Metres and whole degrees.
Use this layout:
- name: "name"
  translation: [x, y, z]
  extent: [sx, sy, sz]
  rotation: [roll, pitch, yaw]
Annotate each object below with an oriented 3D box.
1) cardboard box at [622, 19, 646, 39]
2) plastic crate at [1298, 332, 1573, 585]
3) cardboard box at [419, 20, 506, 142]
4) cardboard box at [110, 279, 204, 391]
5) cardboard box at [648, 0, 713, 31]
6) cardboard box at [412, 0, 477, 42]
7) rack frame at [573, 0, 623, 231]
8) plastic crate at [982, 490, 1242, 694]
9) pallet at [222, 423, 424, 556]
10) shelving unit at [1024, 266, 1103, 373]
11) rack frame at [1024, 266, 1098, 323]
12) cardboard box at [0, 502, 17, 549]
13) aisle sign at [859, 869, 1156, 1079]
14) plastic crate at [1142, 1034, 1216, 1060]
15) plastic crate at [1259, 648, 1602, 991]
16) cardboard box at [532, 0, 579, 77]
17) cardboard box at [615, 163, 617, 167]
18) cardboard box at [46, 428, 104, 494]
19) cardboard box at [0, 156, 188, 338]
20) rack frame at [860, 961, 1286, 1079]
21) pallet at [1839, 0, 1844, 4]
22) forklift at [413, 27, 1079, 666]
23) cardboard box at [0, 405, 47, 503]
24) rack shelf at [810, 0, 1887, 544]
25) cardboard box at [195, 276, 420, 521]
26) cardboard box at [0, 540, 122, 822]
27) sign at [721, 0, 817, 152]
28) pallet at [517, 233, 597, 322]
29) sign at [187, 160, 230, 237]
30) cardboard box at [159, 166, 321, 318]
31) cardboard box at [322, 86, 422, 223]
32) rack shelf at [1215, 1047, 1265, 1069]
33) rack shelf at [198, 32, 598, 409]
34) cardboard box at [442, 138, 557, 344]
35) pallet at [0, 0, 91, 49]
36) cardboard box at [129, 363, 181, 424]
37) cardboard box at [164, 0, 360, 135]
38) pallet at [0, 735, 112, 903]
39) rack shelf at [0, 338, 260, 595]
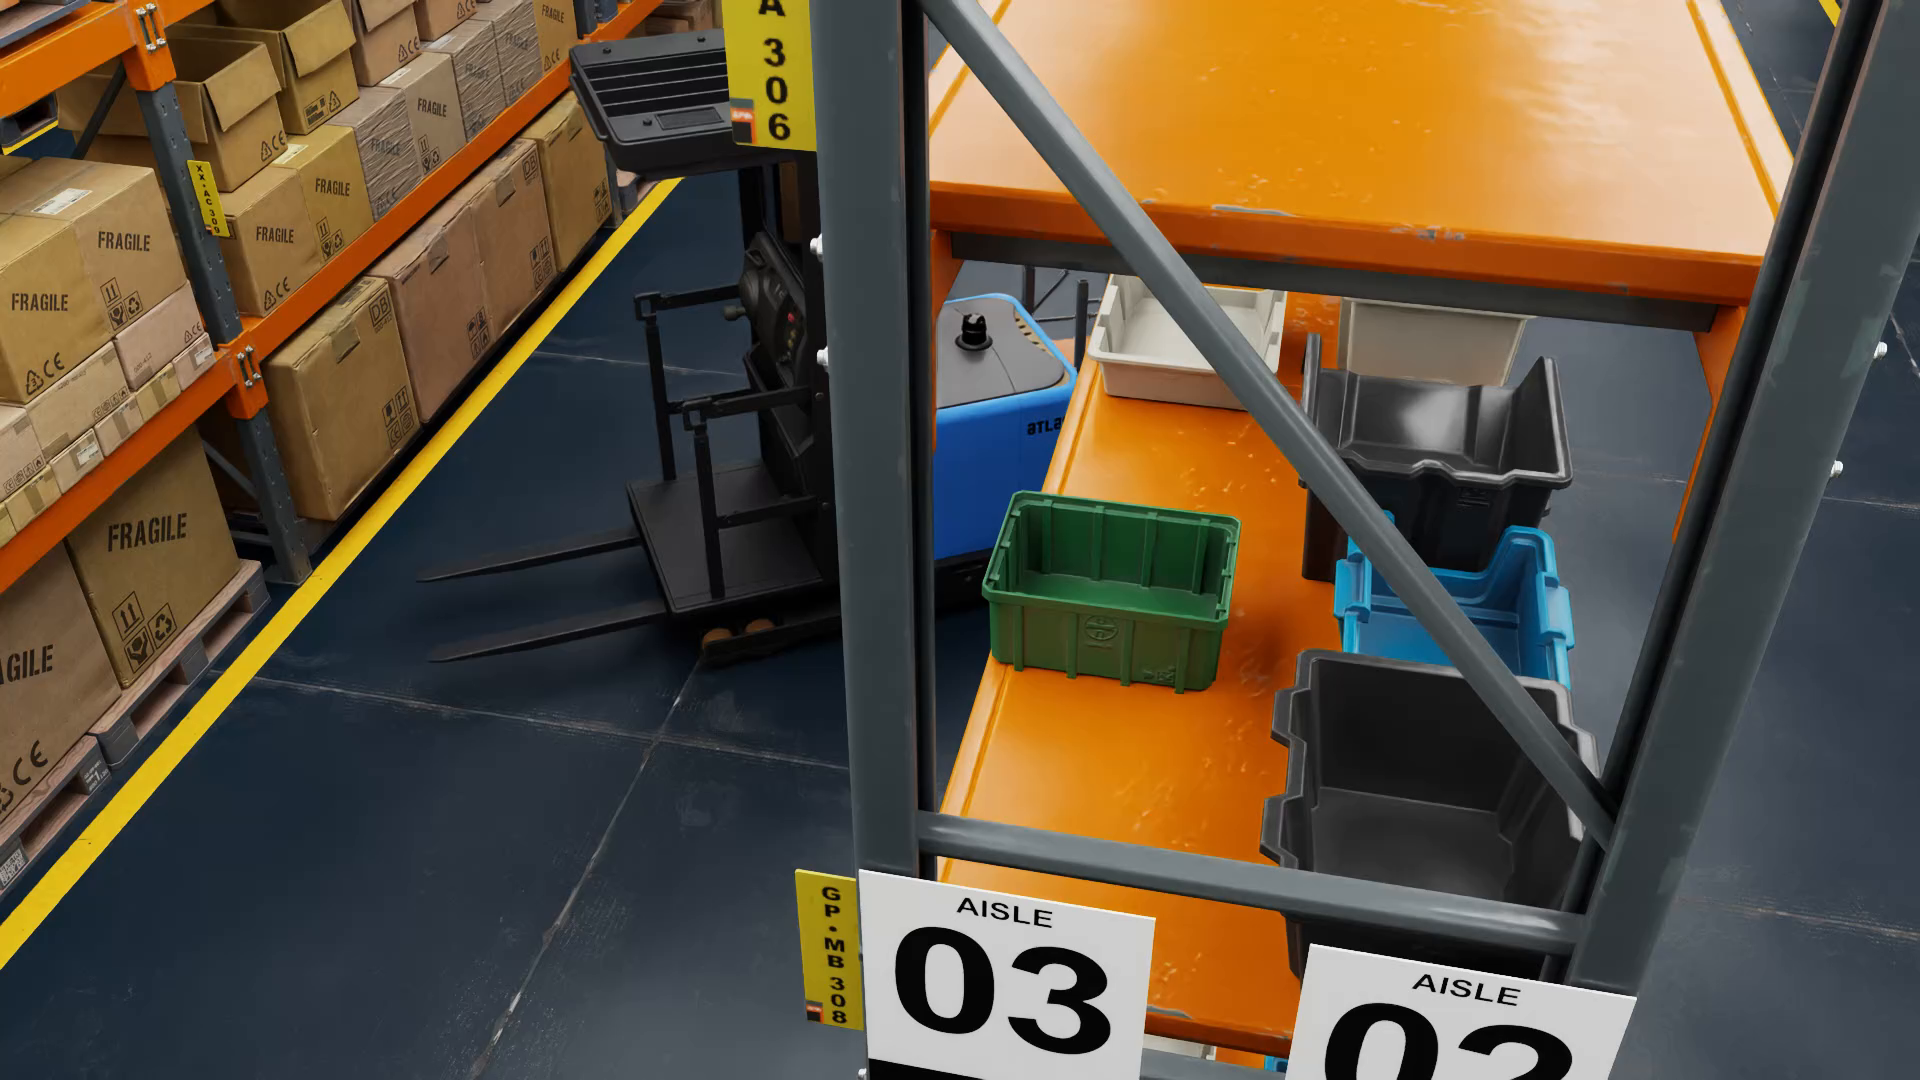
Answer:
- name: "cardboard box"
  translation: [-2.553, -3.541, 11.696]
  extent: [0.500, 0.250, 0.500]
  rotation: [11, 37, 15]
- name: "plastic crate"
  translation: [0.955, -0.202, 3.469]
  extent: [0.504, 0.338, 0.767]
  rotation: [7, 37, 10]
- name: "cardboard box"
  translation: [-2.853, -2.521, 9.087]
  extent: [0.500, 0.500, 0.500]
  rotation: [6, 36, 8]
- name: "cardboard box"
  translation: [-3.462, -0.858, 6.753]
  extent: [0.500, 0.250, 0.500]
  rotation: [7, 36, 9]
- name: "cardboard box"
  translation: [-2.307, -3.896, 12.825]
  extent: [0.700, 0.500, 0.500]
  rotation: [4, 36, 6]
- name: "cardboard box"
  translation: [-3.084, -3.034, 8.940]
  extent: [0.797, 0.503, 0.637]
  rotation: [8, 37, 11]
- name: "rack frame"
  translation: [-2.770, -3.378, 10.355]
  extent: [1.000, 3.000, 0.127]
  rotation: [7, 37, 10]
- name: "plastic crate"
  translation: [0.292, 0.099, 3.181]
  extent: [0.450, 0.188, 0.336]
  rotation: [7, 37, 10]
- name: "pallet"
  translation: [-3.533, -0.407, 8.632]
  extent: [1.003, 0.211, 1.213]
  rotation: [7, 37, 10]
- name: "shelving unit"
  translation: [0.671, -0.839, 8.128]
  extent: [0.587, 1.500, 1.083]
  rotation: [-6, 37, -8]
- name: "rack frame"
  translation: [0.577, -1.138, 8.539]
  extent: [0.500, 1.500, 0.032]
  rotation: [-6, 37, -8]
- name: "cardboard box"
  translation: [-3.643, -0.030, 5.950]
  extent: [0.380, 0.149, 0.250]
  rotation: [7, 36, 9]
- name: "aisle sign"
  translation: [0.059, 0.781, 2.401]
  extent: [0.394, 0.787, 0.004]
  rotation: [7, 37, 10]
- name: "plastic crate"
  translation: [0.434, 1.257, 4.133]
  extent: [0.396, 0.136, 0.243]
  rotation: [7, 37, 10]
- name: "plastic crate"
  translation: [0.715, 0.482, 2.584]
  extent: [0.497, 0.269, 0.590]
  rotation: [7, 37, 10]
- name: "cardboard box"
  translation: [-2.633, -3.104, 9.892]
  extent: [0.500, 0.500, 0.500]
  rotation: [8, 37, 11]
- name: "cardboard box"
  translation: [-2.646, -2.931, 11.493]
  extent: [0.700, 0.500, 0.500]
  rotation: [5, 36, 8]
- name: "cardboard box"
  translation: [-3.534, -0.325, 6.356]
  extent: [0.380, 0.149, 0.250]
  rotation: [8, 37, 11]
- name: "cardboard box"
  translation: [-3.461, -1.151, 6.517]
  extent: [0.500, 0.500, 0.500]
  rotation: [8, 37, 11]
- name: "rack frame"
  translation: [0.360, 1.829, 3.170]
  extent: [1.000, 3.000, 0.127]
  rotation: [7, 37, 10]
- name: "pallet"
  translation: [8.494, -5.148, 15.173]
  extent: [1.003, 0.211, 1.213]
  rotation: [7, 37, 10]
- name: "forklift"
  translation: [-0.984, -0.974, 7.097]
  extent: [3.031, 2.935, 1.130]
  rotation: [-12, 38, -16]
- name: "cardboard box"
  translation: [-3.679, -0.269, 5.939]
  extent: [0.500, 0.250, 0.500]
  rotation: [8, 37, 11]
- name: "rack shelf"
  translation: [0.787, -1.293, 3.320]
  extent: [1.077, 0.370, 4.000]
  rotation: [7, 37, 10]
- name: "cardboard box"
  translation: [-3.507, -0.764, 8.201]
  extent: [1.225, 0.875, 0.875]
  rotation: [7, 37, 10]
- name: "cardboard box"
  translation: [-4.035, 0.490, 6.471]
  extent: [0.875, 0.875, 0.875]
  rotation: [7, 37, 10]
- name: "sign"
  translation: [-0.181, -0.529, 1.586]
  extent: [0.100, 0.325, 0.005]
  rotation: [7, 37, 10]
- name: "pallet"
  translation: [-3.012, -1.806, 10.562]
  extent: [1.003, 0.211, 1.213]
  rotation: [7, 37, 10]
- name: "sign"
  translation: [-3.082, -1.399, 6.819]
  extent: [0.100, 0.325, 0.005]
  rotation: [7, 37, 10]
- name: "cardboard box"
  translation: [-3.282, -1.358, 7.482]
  extent: [0.500, 0.500, 0.500]
  rotation: [7, 37, 10]
- name: "cardboard box"
  translation: [-3.068, -1.933, 8.276]
  extent: [0.500, 0.500, 0.500]
  rotation: [7, 36, 9]
- name: "rack shelf"
  translation: [0.787, 0.974, 4.963]
  extent: [1.077, 0.370, 4.000]
  rotation: [7, 37, 10]
- name: "rack shelf"
  translation: [-3.197, -1.940, 8.984]
  extent: [1.077, 0.370, 4.000]
  rotation: [7, 37, 10]
- name: "cardboard box"
  translation: [-3.135, -1.785, 9.609]
  extent: [1.225, 0.875, 0.875]
  rotation: [7, 37, 10]
- name: "pallet"
  translation: [-3.809, -1.796, 5.691]
  extent: [1.003, 0.211, 1.213]
  rotation: [7, 37, 10]
- name: "cardboard box"
  translation: [-3.424, -0.619, 6.762]
  extent: [0.380, 0.149, 0.250]
  rotation: [8, 37, 11]
- name: "cardboard box"
  translation: [-3.338, -2.291, 7.914]
  extent: [0.797, 0.503, 0.637]
  rotation: [8, 37, 10]
- name: "pallet"
  translation: [-4.121, 1.172, 6.453]
  extent: [1.003, 0.211, 1.213]
  rotation: [7, 37, 10]
- name: "rack shelf"
  translation: [-4.051, 0.353, 5.820]
  extent: [1.077, 0.370, 4.000]
  rotation: [7, 37, 10]
